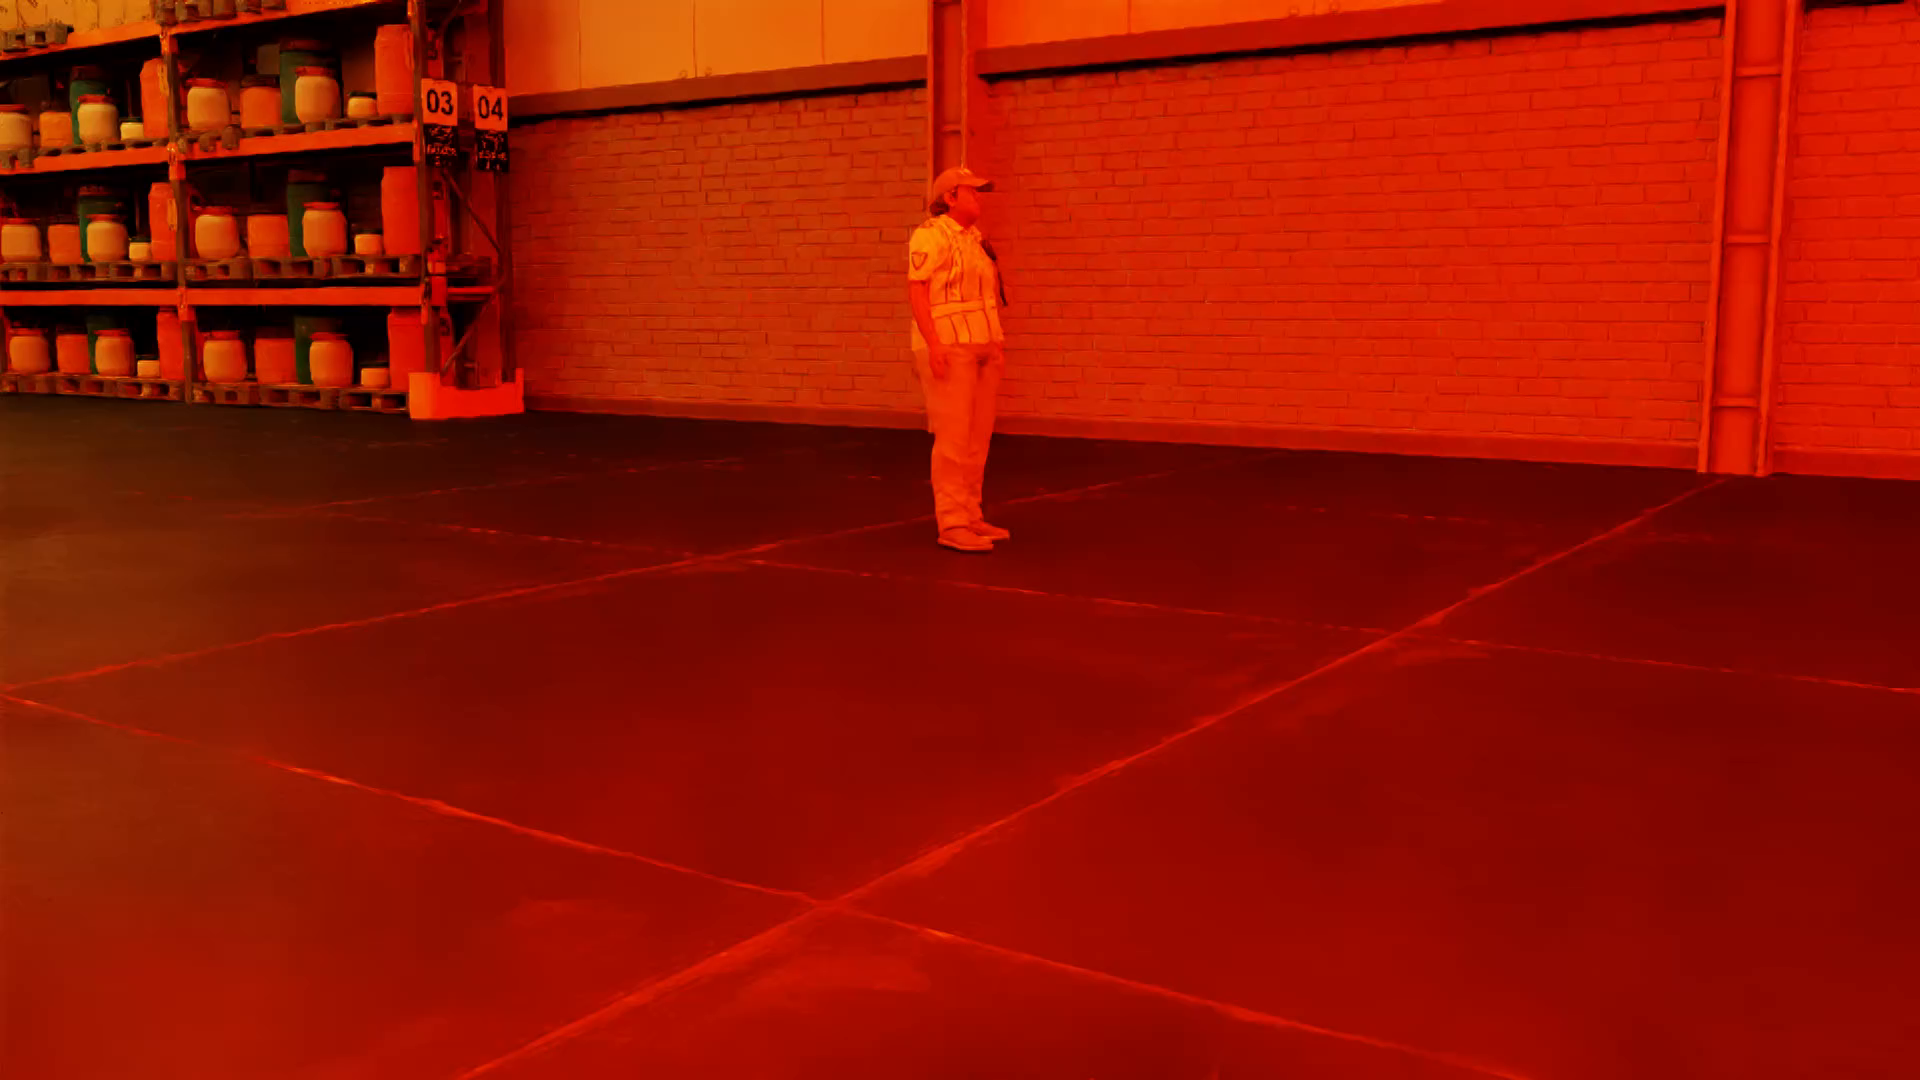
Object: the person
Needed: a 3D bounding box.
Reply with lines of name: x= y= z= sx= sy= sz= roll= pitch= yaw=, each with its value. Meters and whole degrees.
person: x=0.051 y=-0.823 z=7.424 sx=0.529 sy=1.669 sz=0.598 roll=5 pitch=10 yaw=34
